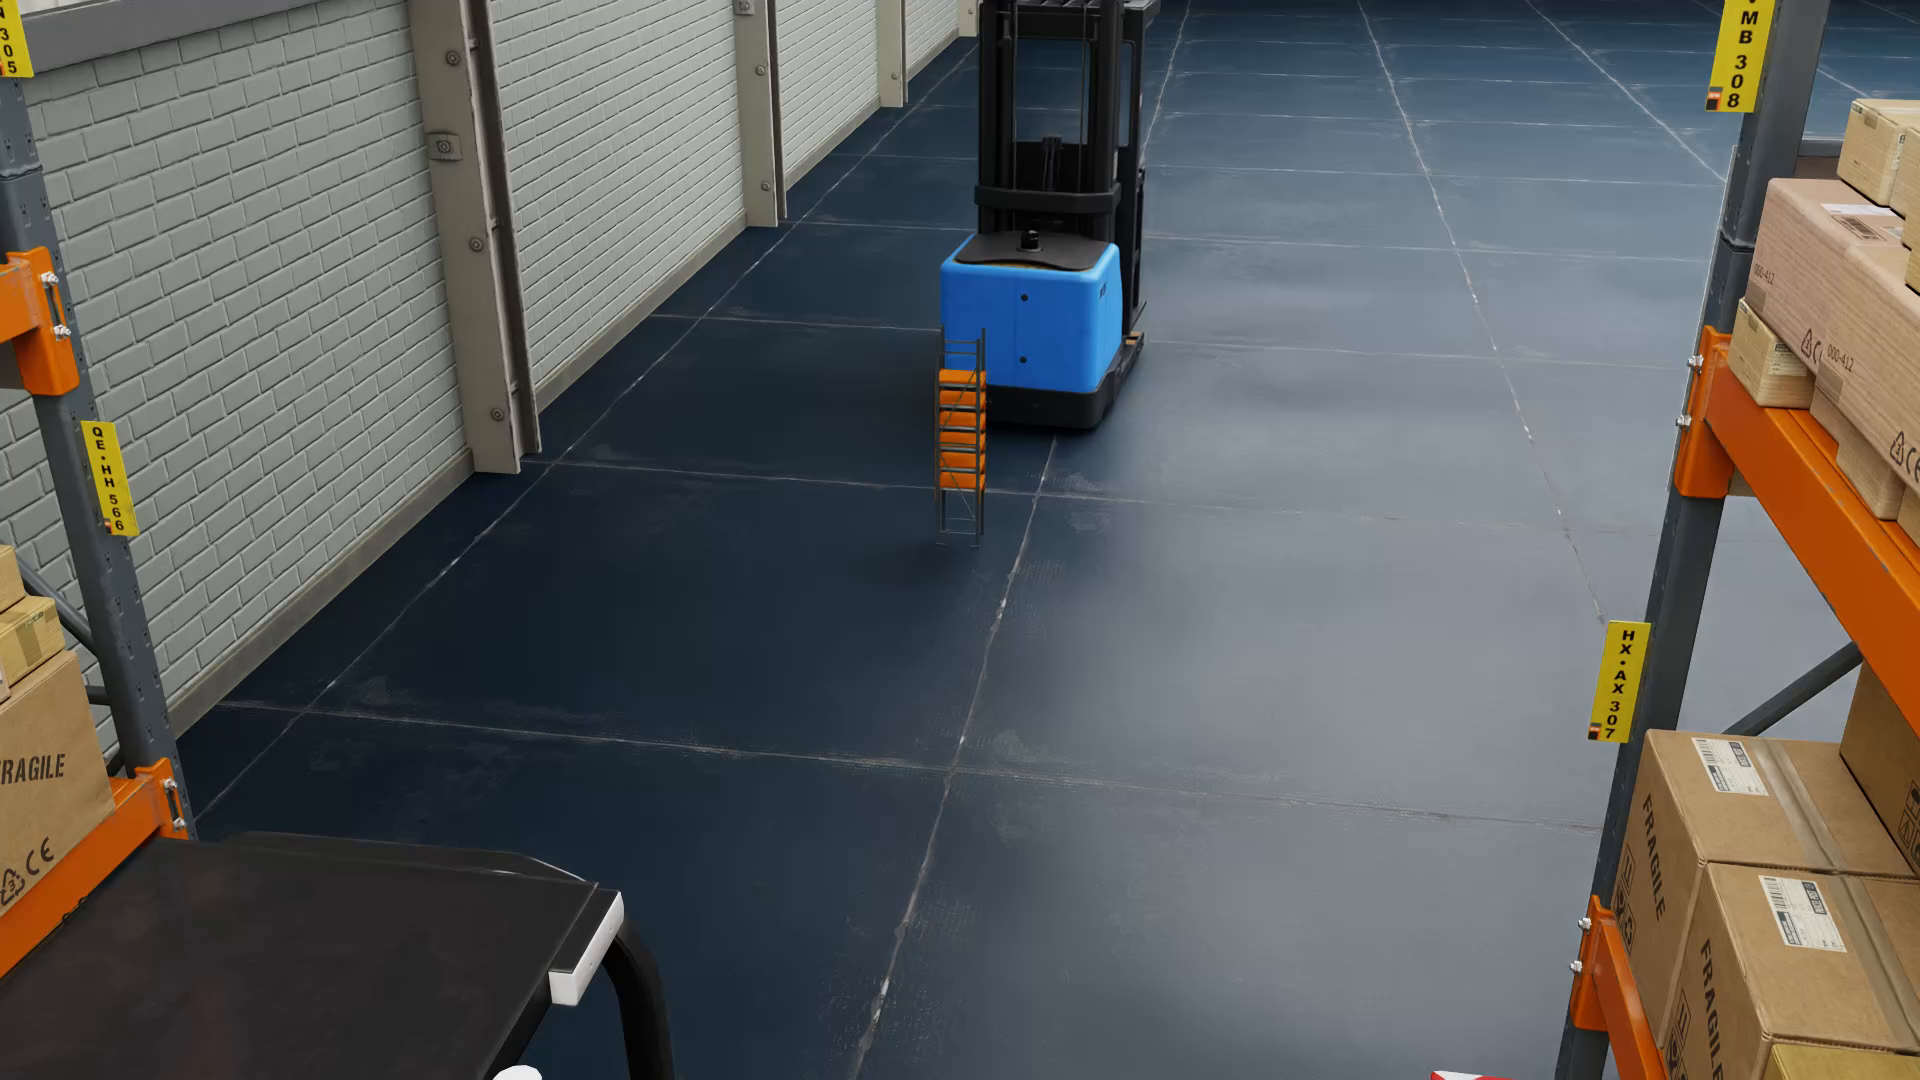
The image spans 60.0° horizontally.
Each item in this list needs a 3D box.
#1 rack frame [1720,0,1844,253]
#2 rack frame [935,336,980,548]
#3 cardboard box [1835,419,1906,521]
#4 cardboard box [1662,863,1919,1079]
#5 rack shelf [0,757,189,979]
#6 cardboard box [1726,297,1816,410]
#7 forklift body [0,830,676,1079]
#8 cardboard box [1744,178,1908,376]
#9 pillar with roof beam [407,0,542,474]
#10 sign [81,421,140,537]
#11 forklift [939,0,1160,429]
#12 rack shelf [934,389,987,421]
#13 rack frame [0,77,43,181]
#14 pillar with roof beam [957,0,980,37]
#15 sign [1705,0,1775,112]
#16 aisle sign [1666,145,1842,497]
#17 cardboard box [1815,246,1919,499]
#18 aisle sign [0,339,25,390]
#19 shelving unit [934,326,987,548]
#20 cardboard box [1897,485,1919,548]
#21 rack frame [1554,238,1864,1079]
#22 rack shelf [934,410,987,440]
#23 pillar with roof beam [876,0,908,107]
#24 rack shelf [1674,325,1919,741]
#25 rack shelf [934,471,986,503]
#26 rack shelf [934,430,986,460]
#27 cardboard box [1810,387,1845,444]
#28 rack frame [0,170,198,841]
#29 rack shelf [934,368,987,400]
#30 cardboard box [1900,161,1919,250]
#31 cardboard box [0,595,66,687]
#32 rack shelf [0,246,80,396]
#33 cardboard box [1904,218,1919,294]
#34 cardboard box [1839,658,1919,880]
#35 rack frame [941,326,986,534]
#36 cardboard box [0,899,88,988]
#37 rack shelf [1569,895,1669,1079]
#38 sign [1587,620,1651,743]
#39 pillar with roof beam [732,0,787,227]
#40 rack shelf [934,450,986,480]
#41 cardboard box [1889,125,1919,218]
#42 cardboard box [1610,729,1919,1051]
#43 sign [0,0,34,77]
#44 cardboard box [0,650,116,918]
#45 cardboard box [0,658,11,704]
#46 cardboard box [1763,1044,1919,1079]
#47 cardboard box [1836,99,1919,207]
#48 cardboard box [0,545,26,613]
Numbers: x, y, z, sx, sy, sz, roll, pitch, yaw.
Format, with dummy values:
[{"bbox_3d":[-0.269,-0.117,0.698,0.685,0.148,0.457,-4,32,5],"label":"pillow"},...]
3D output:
[{"bbox_3d":[2.109,-1.947,2.795,1.000,3.000,0.127,4,25,9],"label":"rack frame"},{"bbox_3d":[-0.013,-0.511,8.927,0.240,1.200,0.006,4,25,9],"label":"rack frame"},{"bbox_3d":[1.703,-0.134,2.756,0.380,0.149,0.250,5,25,10],"label":"cardboard box"},{"bbox_3d":[1.676,0.986,3.137,0.500,0.500,0.500,5,26,10],"label":"cardboard box"},{"bbox_3d":[-3.116,1.590,3.164,1.077,0.370,4.000,4,25,9],"label":"rack shelf"},{"bbox_3d":[1.734,-0.359,3.236,0.380,0.149,0.250,4,25,9],"label":"cardboard box"},{"bbox_3d":[-1.299,1.731,3.014,2.313,2.155,1.214,4,25,9],"label":"forklift body"},{"bbox_3d":[1.764,-0.464,2.990,0.500,0.250,0.500,4,25,8],"label":"cardboard box"},{"bbox_3d":[1.436,-4.272,7.762,9.100,9.000,0.400,4,25,9],"label":"pillar with roof beam"},{"bbox_3d":[-2.256,-0.161,4.410,0.100,0.325,0.005,4,25,9],"label":"sign"},{"bbox_3d":[0.725,-2.637,11.426,1.130,2.935,3.031,6,26,13],"label":"forklift"},{"bbox_3d":[0.002,-0.727,8.926,0.258,0.103,0.180,4,25,9],"label":"rack shelf"},{"bbox_3d":[-2.789,-2.290,3.527,1.000,3.000,0.127,4,25,9],"label":"rack frame"},{"bbox_3d":[4.378,-11.800,23.845,9.100,9.000,0.400,4,25,9],"label":"pillar with roof beam"},{"bbox_3d":[1.573,-1.022,3.326,0.100,0.325,0.005,4,25,9],"label":"sign"},{"bbox_3d":[1.813,-0.455,3.617,0.394,0.787,0.004,4,25,9],"label":"aisle sign"},{"bbox_3d":[1.672,-0.254,2.541,0.500,0.250,0.500,4,25,8],"label":"cardboard box"},{"bbox_3d":[-2.488,-0.757,4.262,0.394,0.787,0.004,4,25,9],"label":"aisle sign"},{"bbox_3d":[0.002,-0.549,9.009,0.258,1.200,0.189,4,25,9],"label":"shelving unit"},{"bbox_3d":[1.686,-0.029,2.532,0.380,0.149,0.250,4,25,8],"label":"cardboard box"},{"bbox_3d":[2.109,0.770,4.067,1.000,3.000,0.127,4,25,9],"label":"rack frame"},{"bbox_3d":[0.002,-0.618,8.977,0.258,0.103,0.180,4,25,9],"label":"rack shelf"},{"bbox_3d":[3.397,-9.291,18.484,9.100,9.000,0.400,4,25,9],"label":"pillar with roof beam"},{"bbox_3d":[1.782,0.574,1.797,1.077,0.370,4.000,4,25,9],"label":"rack shelf"},{"bbox_3d":[0.002,-0.292,9.129,0.258,0.103,0.180,4,25,9],"label":"rack shelf"},{"bbox_3d":[0.002,-0.509,9.027,0.258,0.103,0.180,4,25,9],"label":"rack shelf"},{"bbox_3d":[1.780,-0.243,2.988,0.380,0.149,0.250,3,25,7],"label":"cardboard box"},{"bbox_3d":[-2.789,0.428,4.798,1.000,3.000,0.127,4,25,9],"label":"rack frame"},{"bbox_3d":[0.002,-0.835,8.875,0.258,0.103,0.180,4,25,9],"label":"rack shelf"},{"bbox_3d":[1.722,-0.495,2.586,0.380,0.149,0.250,4,25,8],"label":"cardboard box"},{"bbox_3d":[-2.569,0.253,4.288,0.380,0.149,0.250,4,25,9],"label":"cardboard box"},{"bbox_3d":[-3.116,0.231,2.528,1.077,0.370,4.000,4,25,9],"label":"rack shelf"},{"bbox_3d":[1.608,-0.395,2.373,0.380,0.149,0.250,4,25,8],"label":"cardboard box"},{"bbox_3d":[2.241,0.366,3.282,0.700,0.500,0.500,3,25,7],"label":"cardboard box"},{"bbox_3d":[0.017,-0.588,9.090,0.240,1.200,0.006,4,25,9],"label":"rack frame"},{"bbox_3d":[-2.556,1.244,4.623,0.500,0.250,0.500,5,26,10],"label":"cardboard box"},{"bbox_3d":[1.782,1.932,2.432,1.077,0.370,4.000,4,25,9],"label":"rack shelf"},{"bbox_3d":[1.573,0.340,3.964,0.100,0.325,0.005,4,25,9],"label":"sign"},{"bbox_3d":[2.416,-6.781,13.123,9.100,9.000,0.400,4,25,9],"label":"pillar with roof beam"},{"bbox_3d":[0.002,-0.401,9.078,0.258,0.103,0.180,4,25,9],"label":"rack shelf"},{"bbox_3d":[1.824,-0.595,2.800,0.380,0.149,0.250,4,25,8],"label":"cardboard box"},{"bbox_3d":[1.758,0.769,3.601,0.500,0.500,0.500,4,25,8],"label":"cardboard box"},{"bbox_3d":[-2.256,-1.253,3.899,0.100,0.325,0.005,4,25,9],"label":"sign"},{"bbox_3d":[-2.610,0.606,4.299,0.500,0.500,0.500,3,25,7],"label":"cardboard box"},{"bbox_3d":[-2.582,0.362,4.056,0.380,0.149,0.250,4,25,9],"label":"cardboard box"},{"bbox_3d":[1.594,1.199,2.682,0.500,0.500,0.500,4,25,7],"label":"cardboard box"},{"bbox_3d":[1.849,-0.702,3.028,0.380,0.149,0.250,4,25,8],"label":"cardboard box"},{"bbox_3d":[-2.639,0.118,4.225,0.380,0.149,0.250,4,25,9],"label":"cardboard box"}]
